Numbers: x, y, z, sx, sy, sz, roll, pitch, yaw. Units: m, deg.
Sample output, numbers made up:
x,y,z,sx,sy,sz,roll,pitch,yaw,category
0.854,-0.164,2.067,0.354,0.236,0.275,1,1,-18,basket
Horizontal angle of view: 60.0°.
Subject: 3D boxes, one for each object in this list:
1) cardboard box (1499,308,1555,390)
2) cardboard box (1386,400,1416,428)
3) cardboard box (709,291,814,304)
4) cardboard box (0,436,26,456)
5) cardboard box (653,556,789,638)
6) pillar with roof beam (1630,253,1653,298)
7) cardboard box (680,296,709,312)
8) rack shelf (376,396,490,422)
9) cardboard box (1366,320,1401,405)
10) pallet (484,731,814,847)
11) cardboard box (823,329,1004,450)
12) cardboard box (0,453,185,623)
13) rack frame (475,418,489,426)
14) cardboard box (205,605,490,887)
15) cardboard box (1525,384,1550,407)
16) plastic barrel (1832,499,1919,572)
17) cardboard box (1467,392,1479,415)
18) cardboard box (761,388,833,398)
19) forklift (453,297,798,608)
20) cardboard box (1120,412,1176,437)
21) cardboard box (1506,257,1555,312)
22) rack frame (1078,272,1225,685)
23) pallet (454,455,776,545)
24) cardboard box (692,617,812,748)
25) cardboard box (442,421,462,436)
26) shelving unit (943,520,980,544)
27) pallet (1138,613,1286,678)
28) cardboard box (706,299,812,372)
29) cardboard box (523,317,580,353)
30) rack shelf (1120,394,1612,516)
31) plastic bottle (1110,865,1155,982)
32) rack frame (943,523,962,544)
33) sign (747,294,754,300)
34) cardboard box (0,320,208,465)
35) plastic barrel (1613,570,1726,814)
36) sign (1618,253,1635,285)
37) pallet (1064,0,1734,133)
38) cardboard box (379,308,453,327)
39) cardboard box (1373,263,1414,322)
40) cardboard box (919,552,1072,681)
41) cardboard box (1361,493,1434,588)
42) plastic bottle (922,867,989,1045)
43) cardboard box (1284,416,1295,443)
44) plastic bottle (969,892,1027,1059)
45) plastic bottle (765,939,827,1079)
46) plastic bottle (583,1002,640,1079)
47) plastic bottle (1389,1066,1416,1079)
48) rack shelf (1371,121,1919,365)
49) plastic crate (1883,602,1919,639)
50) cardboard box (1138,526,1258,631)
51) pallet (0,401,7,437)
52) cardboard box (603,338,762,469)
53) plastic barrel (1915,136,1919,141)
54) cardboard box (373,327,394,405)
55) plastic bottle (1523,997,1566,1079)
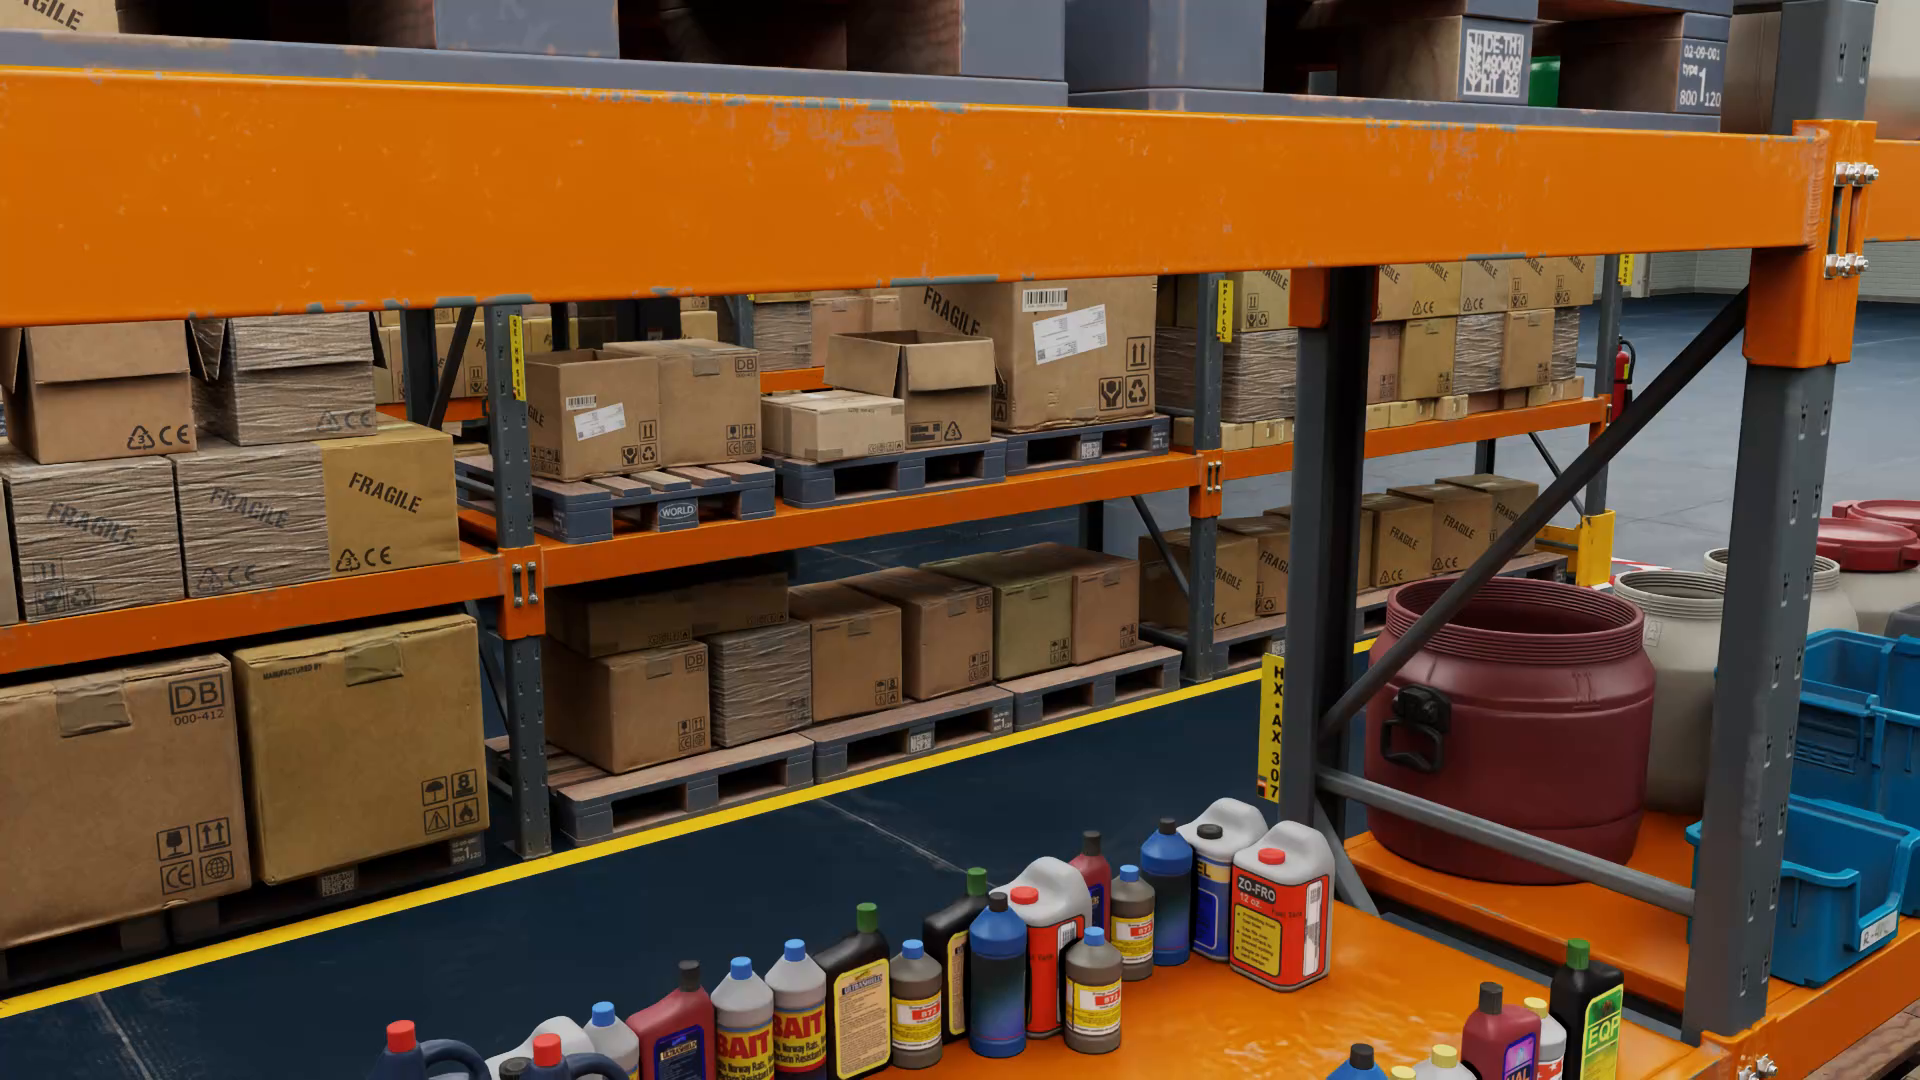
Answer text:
x,y,z,sx,sy,sz,roll,pitch,yaw,category
3.425,-1.306,11.103,0.500,0.500,0.875,-9,15,-38,cardboard box
2.583,-0.797,10.266,0.250,0.149,0.380,-9,15,-38,cardboard box
-1.646,-2.206,13.334,0.550,0.550,0.875,-9,15,-38,cardboard box
-3.408,-0.121,6.235,0.500,0.500,0.500,-10,15,-39,cardboard box
-1.147,0.253,7.868,0.500,0.250,0.500,-7,14,-31,cardboard box
19.901,-9.860,37.899,0.548,9.000,9.100,-9,15,-38,pillar with roof beam
-2.339,-2.034,12.840,0.500,0.500,0.700,-10,15,-39,cardboard box
-3.517,-0.950,12.115,4.000,0.370,1.077,-9,15,-38,rack shelf
2.194,-1.127,10.259,0.500,0.500,0.875,-9,15,-38,cardboard box
-1.448,1.038,7.734,1.213,0.211,1.003,-9,15,-38,pallet
-0.232,-0.760,8.228,0.637,0.503,0.797,-8,14,-32,cardboard box
-3.086,-0.038,5.846,0.500,0.500,0.500,-10,16,-39,cardboard box
-5.127,-2.352,16.981,0.127,3.000,1.000,-9,15,-38,rack frame
-2.611,0.695,6.739,0.875,0.875,1.225,-10,16,-40,cardboard box
3.735,-0.997,11.206,0.250,0.149,0.380,-9,15,-38,cardboard box
2.701,0.176,4.749,0.433,0.535,0.433,0,12,0,plastic barrel
3.128,-0.905,10.774,0.250,0.149,0.380,-9,15,-38,cardboard box
-1.421,-0.798,13.770,0.875,0.875,0.875,-9,15,-37,cardboard box
-2.620,-1.005,10.804,3.031,2.935,1.130,-8,15,-35,forklift
1.048,-0.697,9.794,0.250,0.149,0.380,-9,15,-38,cardboard box
3.526,-1.769,10.876,0.500,0.500,0.500,-9,15,-38,cardboard box
1.064,-0.744,9.412,0.127,3.000,1.000,-9,15,-38,rack frame
-1.569,-0.241,7.504,1.003,0.211,1.213,-9,15,-38,pallet
-1.123,0.618,7.955,0.500,0.500,0.700,-11,16,-42,cardboard box
-5.535,-1.203,16.888,0.625,0.372,0.950,-9,15,-37,cardboard box
0.011,-0.589,13.013,0.189,1.200,0.258,-9,15,-38,shelving unit
1.567,0.527,10.139,1.213,0.211,1.003,-9,15,-38,pallet
-1.675,-1.685,13.481,0.550,0.550,0.875,-9,15,-38,cardboard box
-2.985,-1.368,12.111,0.500,0.500,0.500,-9,15,-37,cardboard box
2.626,-0.652,10.709,4.000,0.370,1.077,-9,15,-38,rack shelf
0.311,0.702,3.078,0.097,0.201,0.097,0,12,0,plastic bottle
-0.060,-0.577,12.957,0.006,1.200,0.240,-9,15,-38,rack frame
-1.609,-2.003,12.742,0.005,0.325,0.100,-9,15,-38,sign
-3.151,-0.588,6.022,0.637,0.503,0.797,-9,15,-36,cardboard box
1.705,0.355,3.964,0.421,0.512,0.421,0,12,0,plastic barrel
4.519,-1.892,11.267,0.005,0.325,0.100,-9,15,-38,sign
0.376,-0.713,2.500,1.213,0.211,1.003,-9,15,-38,pallet
-3.929,-1.770,11.596,0.500,0.500,0.700,-10,15,-39,cardboard box
2.355,-1.575,9.959,0.500,0.500,0.500,-9,15,-38,cardboard box
0.187,0.398,8.990,0.500,0.500,0.700,-10,15,-38,cardboard box
2.743,-0.006,10.944,0.500,0.500,0.500,-8,14,-32,cardboard box
0.001,0.709,2.849,0.133,0.283,0.061,-9,15,-38,plastic bottle
1.801,-0.668,9.656,0.250,0.149,0.380,-9,15,-38,cardboard box
0.064,0.725,2.801,0.097,0.271,0.097,0,12,0,plastic bottle
-0.258,0.763,2.625,0.097,0.271,0.097,0,12,0,plastic bottle
-0.514,0.805,2.424,0.097,0.271,0.097,0,12,0,plastic bottle
0.628,0.852,2.375,0.097,0.201,0.097,0,12,0,plastic bottle
2.597,-0.797,4.170,4.000,0.370,1.077,-9,15,-38,rack shelf
2.488,0.387,3.931,0.583,0.464,0.402,-9,15,-38,plastic crate
1.401,0.228,9.842,0.500,0.500,0.500,-10,16,-39,cardboard box
-5.569,-0.839,10.321,1.003,0.211,1.213,-9,15,-38,pallet
-1.289,-0.645,7.692,0.500,0.500,0.700,-7,14,-29,cardboard box
1.812,-1.206,3.157,0.600,0.901,0.600,0,12,0,plastic barrel
-4.164,-1.173,11.188,0.500,0.500,0.500,-10,15,-38,cardboard box
0.884,0.809,2.575,0.097,0.201,0.097,0,12,0,plastic bottle
